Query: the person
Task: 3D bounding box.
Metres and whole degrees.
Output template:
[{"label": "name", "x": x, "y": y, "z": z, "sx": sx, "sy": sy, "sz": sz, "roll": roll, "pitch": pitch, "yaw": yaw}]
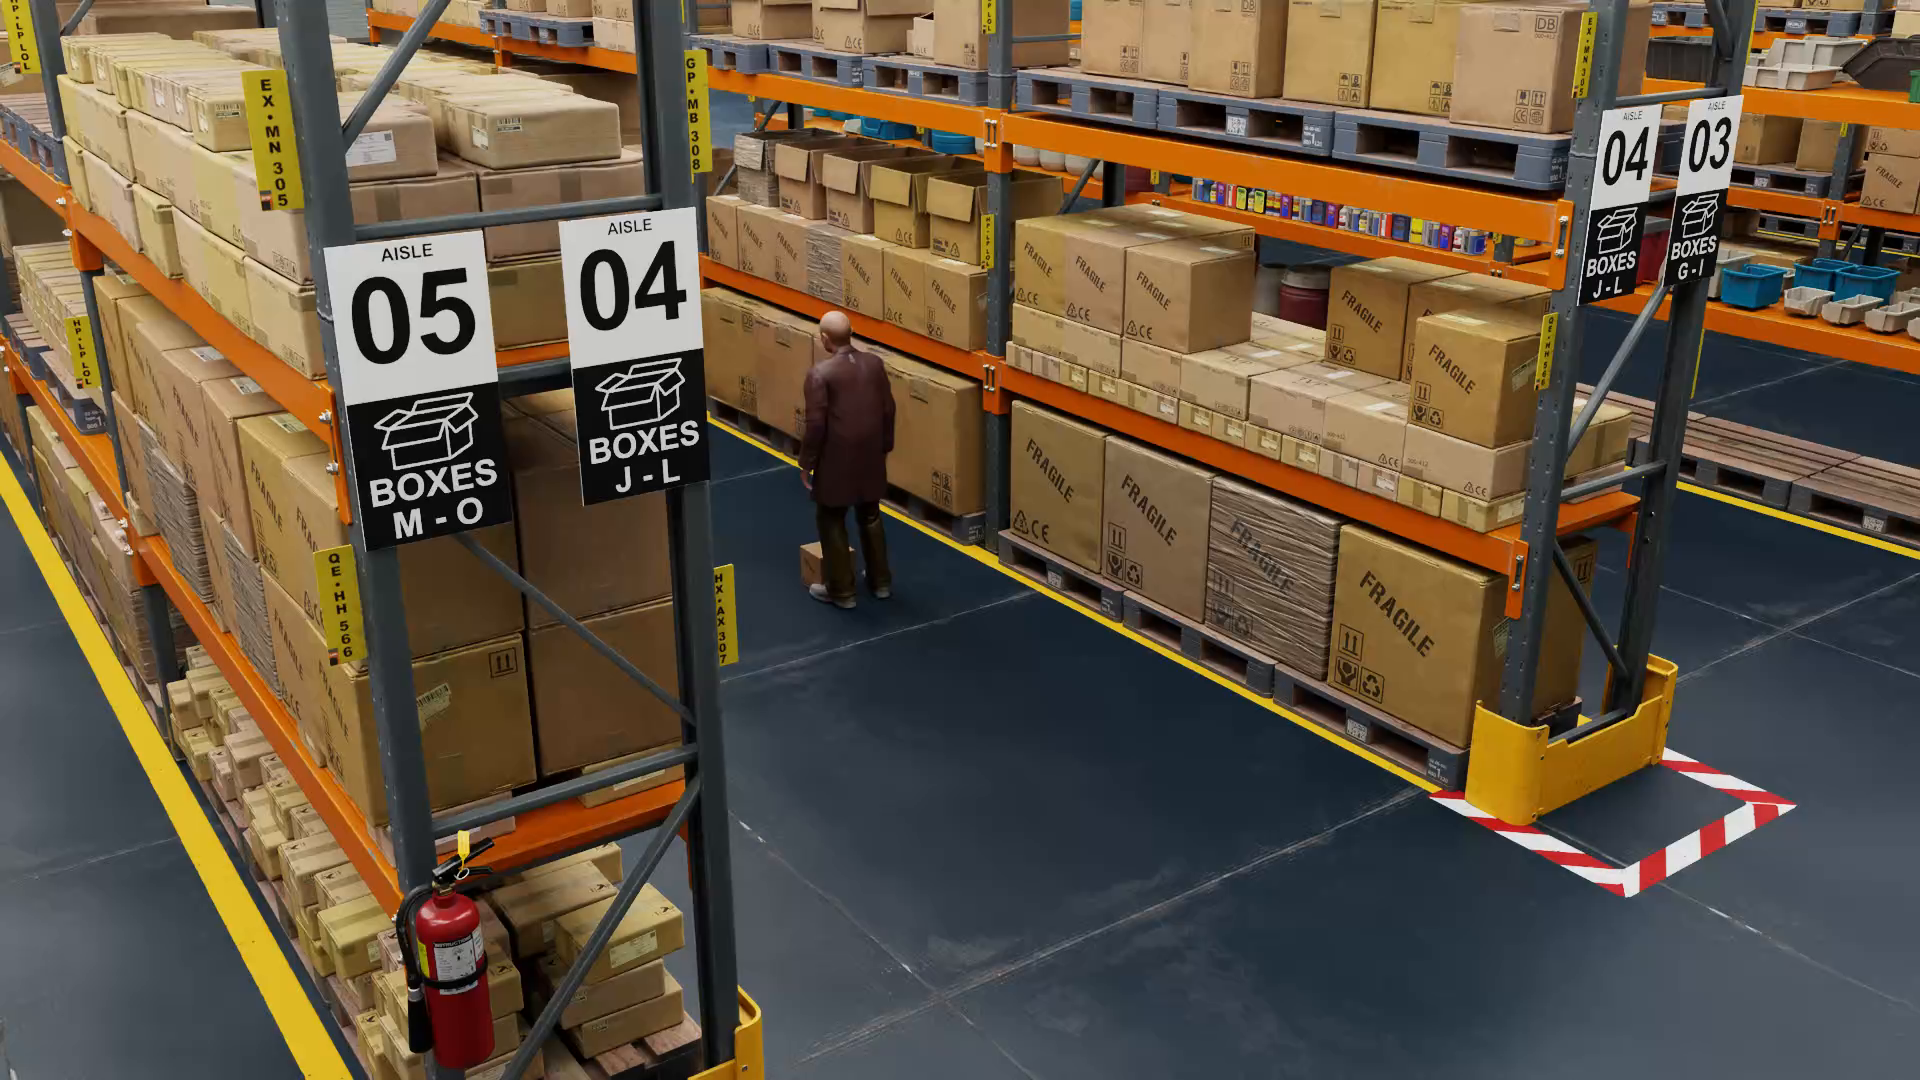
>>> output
[{"label": "person", "x": -0.667, "y": -0.475, "z": 9.839, "sx": 0.650, "sy": 1.774, "sz": 0.418, "roll": -15, "pitch": 26, "yaw": -34}]
